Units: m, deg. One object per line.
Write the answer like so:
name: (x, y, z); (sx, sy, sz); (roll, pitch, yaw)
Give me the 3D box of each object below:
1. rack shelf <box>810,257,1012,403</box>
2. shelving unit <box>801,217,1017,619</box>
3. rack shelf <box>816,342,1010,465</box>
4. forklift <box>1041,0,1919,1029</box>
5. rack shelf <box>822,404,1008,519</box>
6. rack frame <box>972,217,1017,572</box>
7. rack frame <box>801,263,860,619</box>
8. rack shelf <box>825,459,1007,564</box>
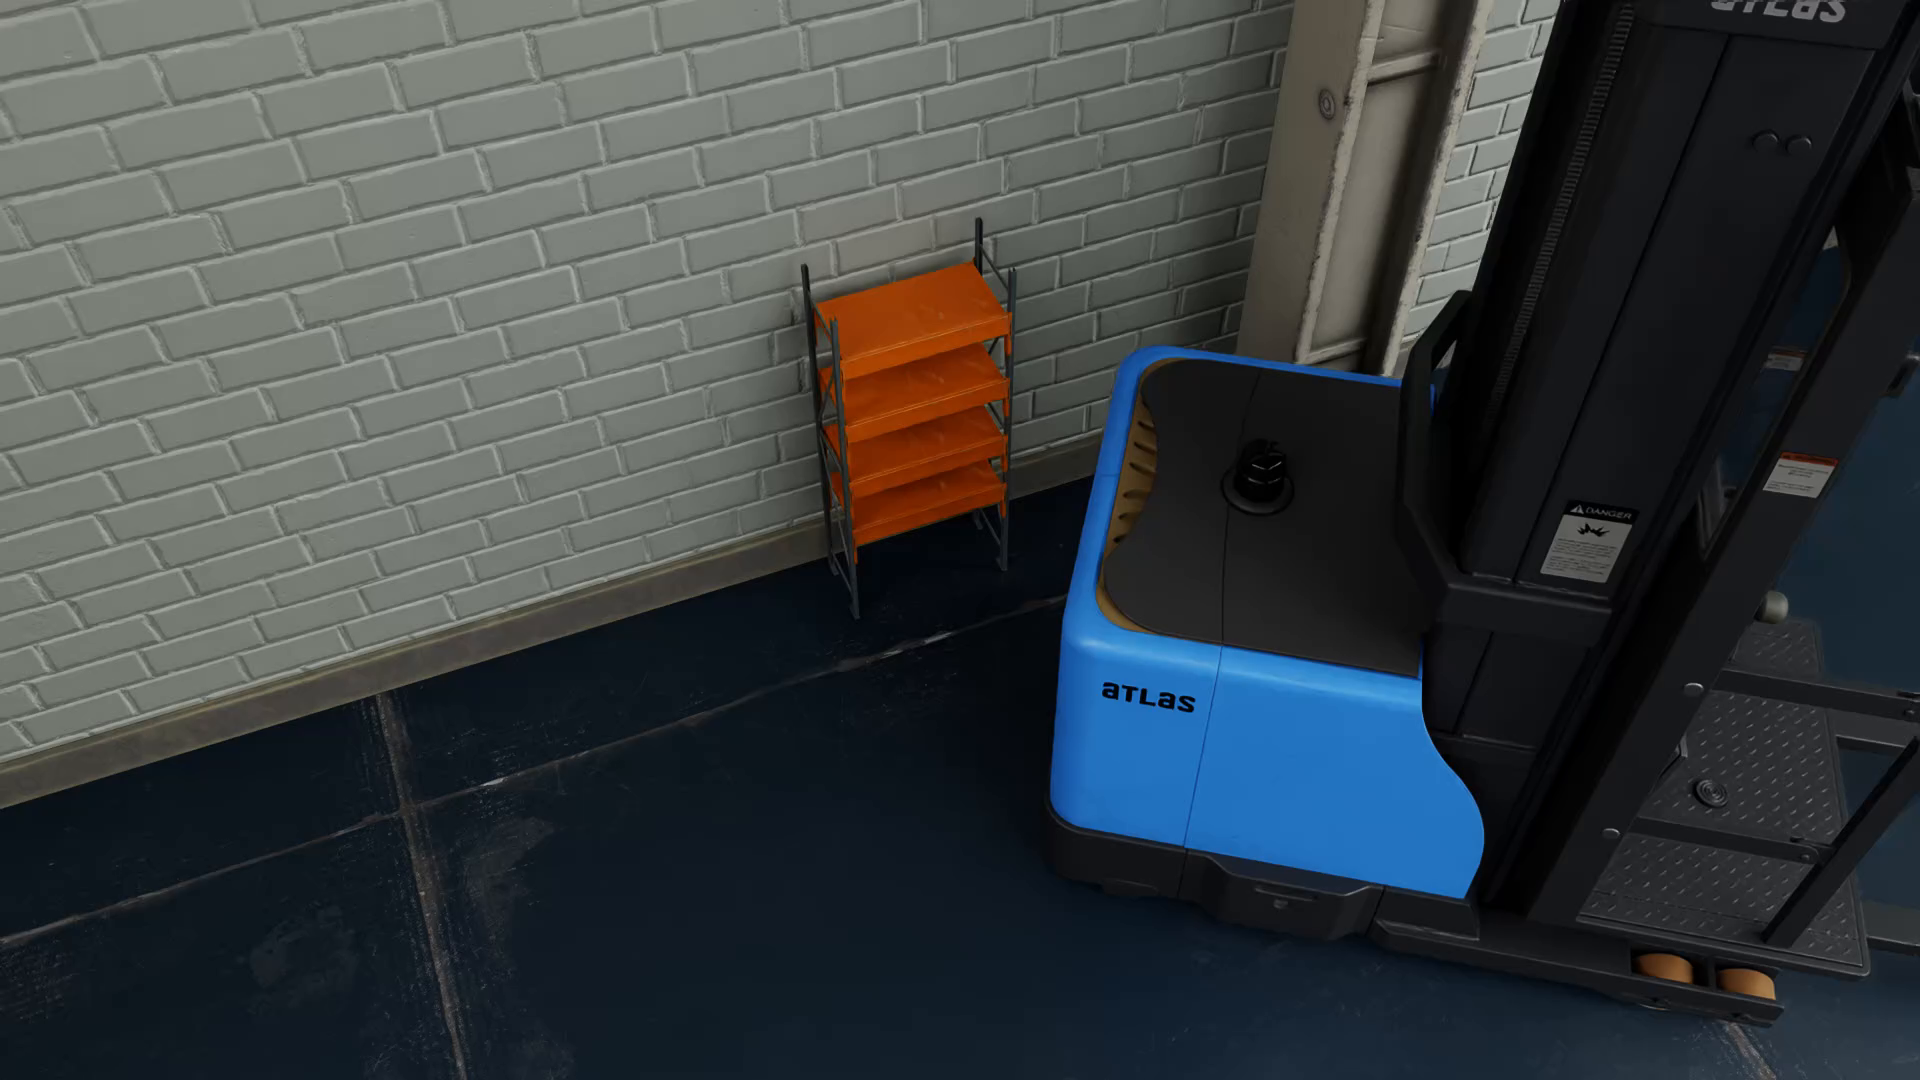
rack shelf: (-0.132, -0.563, 4.425); (0.480, 0.148, 0.258); (-18, 52, -15)
shelving unit: (-0.132, -0.307, 4.723); (0.503, 1.200, 0.258); (-18, 52, -15)
rack shelf: (-0.132, -0.409, 4.604); (0.480, 0.148, 0.258); (-18, 52, -15)
forklift: (1.788, -0.176, 3.469); (3.031, 2.935, 1.130); (9, 50, 8)
rack shelf: (-0.132, -0.263, 4.774); (0.480, 0.148, 0.258); (-18, 52, -15)
rack frame: (0.093, -0.379, 4.784); (0.015, 1.200, 0.240); (-18, 52, -15)
rack frame: (-0.357, -0.236, 4.661); (0.015, 1.200, 0.240); (-18, 52, -15)
rack shelf: (-0.132, -0.134, 4.925); (0.480, 0.148, 0.258); (-18, 52, -15)
